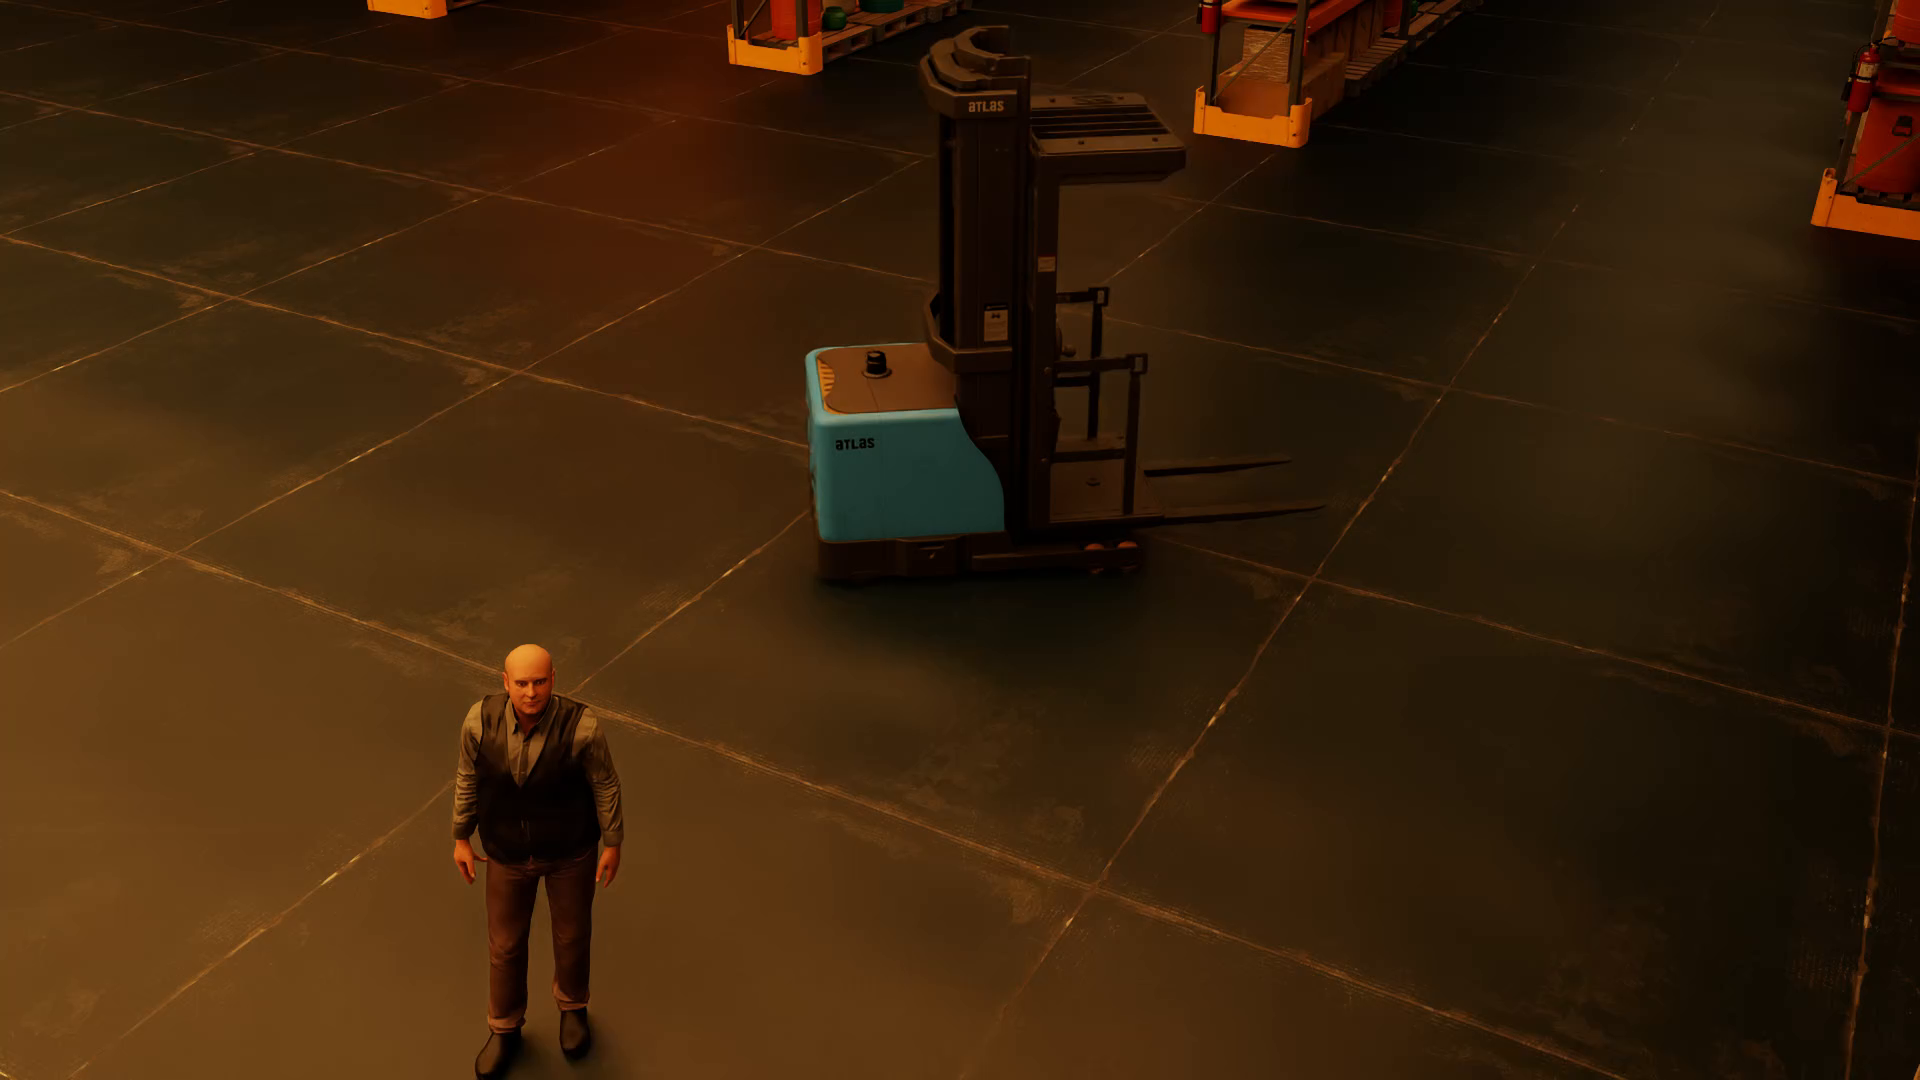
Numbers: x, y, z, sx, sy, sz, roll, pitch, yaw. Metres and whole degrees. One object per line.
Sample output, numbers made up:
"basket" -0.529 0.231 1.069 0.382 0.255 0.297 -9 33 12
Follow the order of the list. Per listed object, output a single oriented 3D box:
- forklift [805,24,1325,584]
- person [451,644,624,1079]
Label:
"forklift" 0.631 -1.339 9.391 3.031 2.935 1.130 -4 30 -7
"person" -1.572 1.194 6.196 0.633 1.720 0.569 -1 30 -2
